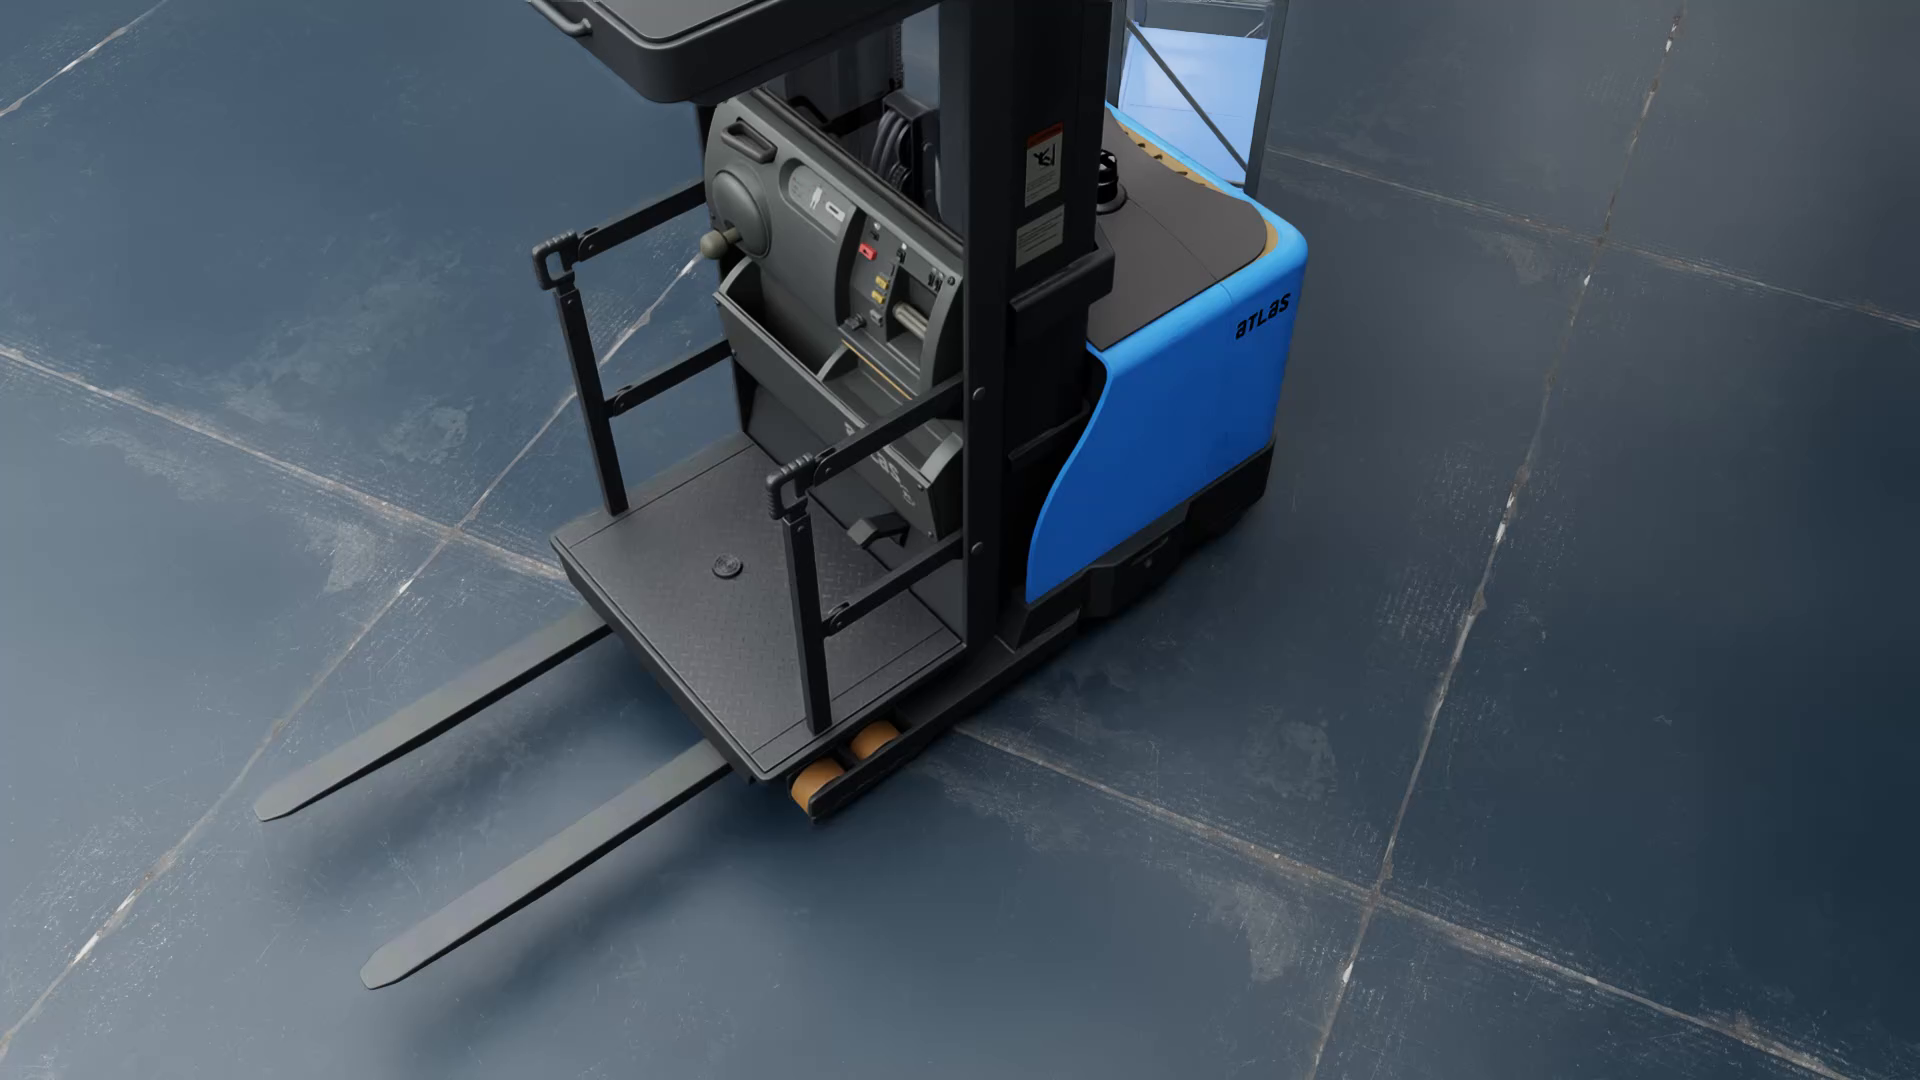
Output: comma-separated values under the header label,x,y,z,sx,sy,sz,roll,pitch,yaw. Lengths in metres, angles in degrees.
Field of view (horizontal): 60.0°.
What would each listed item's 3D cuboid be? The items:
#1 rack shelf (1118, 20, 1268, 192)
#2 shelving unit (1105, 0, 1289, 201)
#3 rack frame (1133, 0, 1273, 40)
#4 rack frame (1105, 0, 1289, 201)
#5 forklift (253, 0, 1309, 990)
label,x,y,z,sx,sy,sz,roll,pitch,yaw
rack shelf,0.778,-1.401,5.694,0.538,0.185,1.000,8,50,7
shelving unit,0.778,-1.518,5.557,0.538,1.500,1.048,8,50,7
rack frame,0.871,-1.898,5.881,0.500,1.500,0.032,8,50,7
rack frame,0.686,-1.137,5.233,0.500,1.500,0.032,8,50,7
forklift,-0.481,-0.646,3.875,3.031,2.935,1.130,-32,57,-24
